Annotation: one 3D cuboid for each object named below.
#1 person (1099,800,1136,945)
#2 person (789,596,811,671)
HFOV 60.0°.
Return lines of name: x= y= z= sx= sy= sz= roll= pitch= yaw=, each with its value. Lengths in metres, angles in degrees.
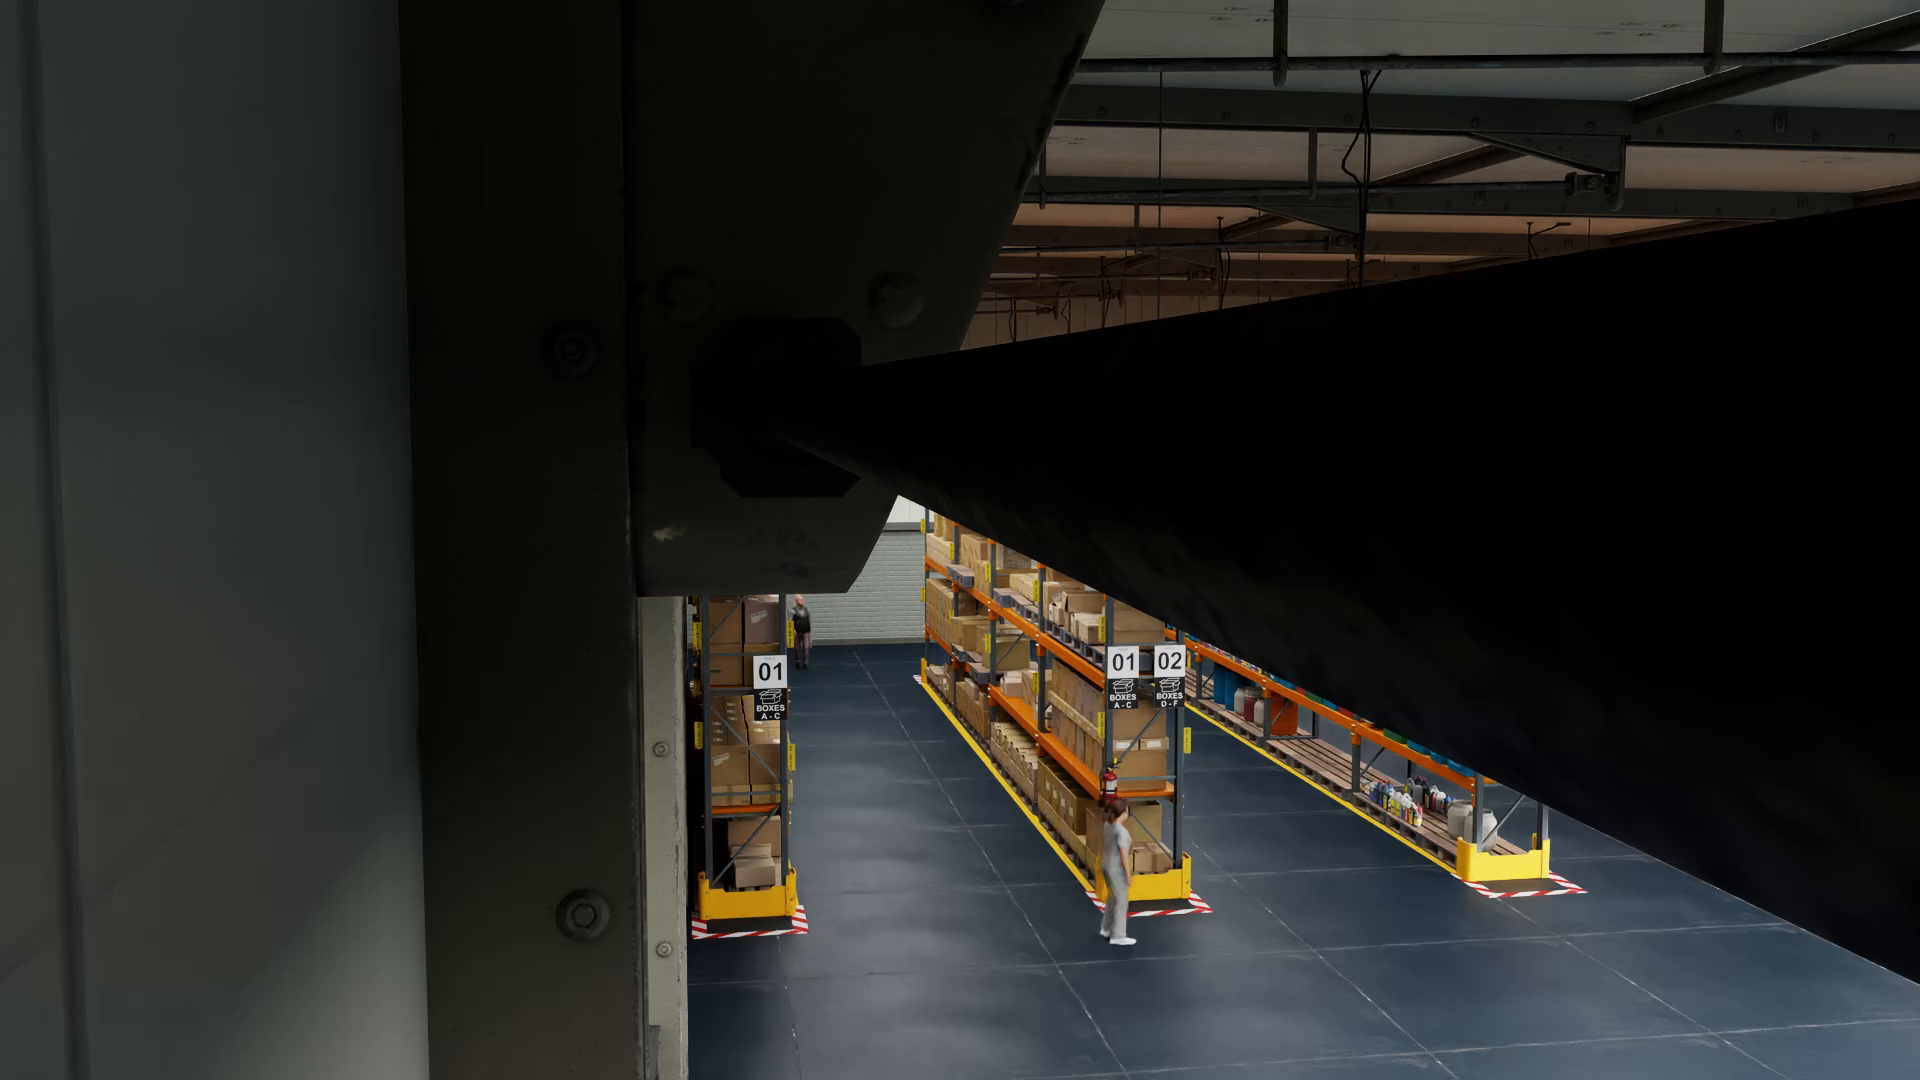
person: x=1.817 y=3.846 z=19.181 sx=0.348 sy=1.730 sz=0.517 roll=-2 pitch=5 yaw=-21
person: x=-3.662 y=2.129 z=38.058 sx=0.513 sy=1.656 sz=1.054 roll=-1 pitch=5 yaw=-7
